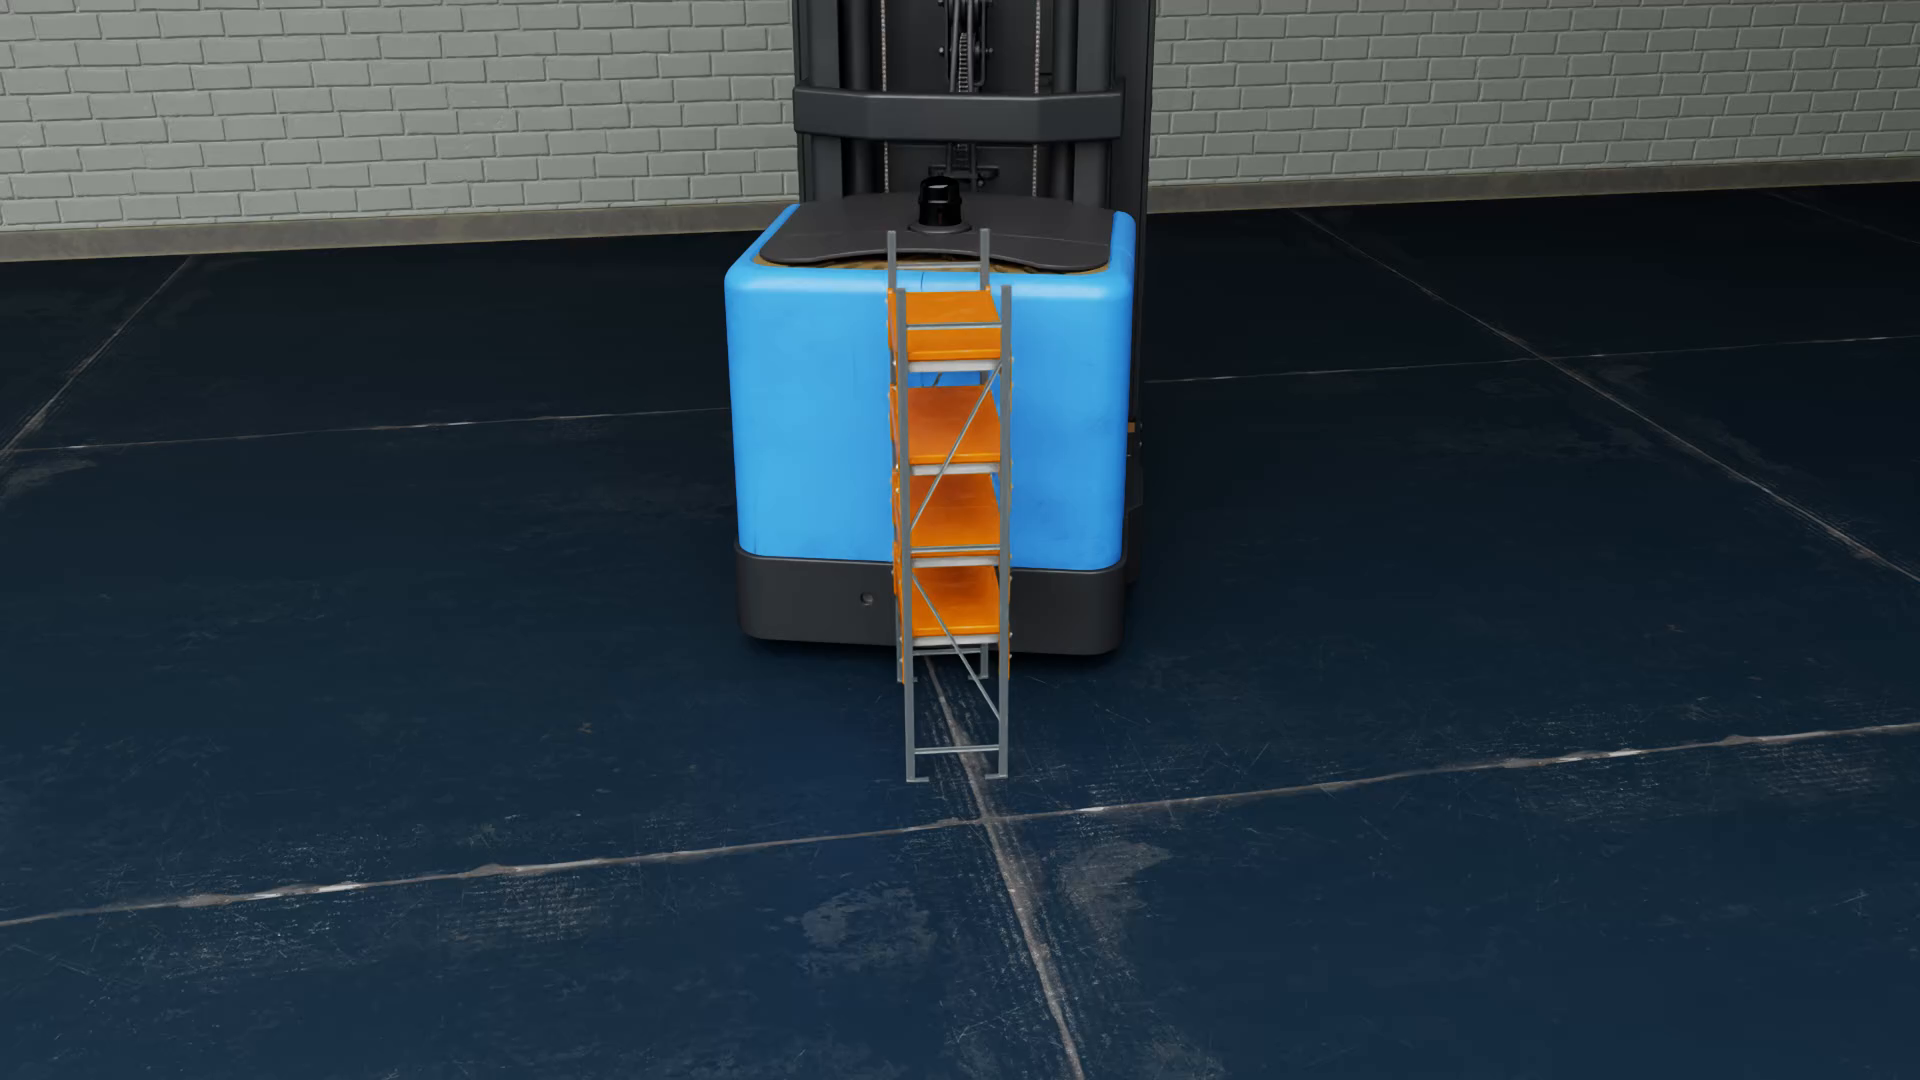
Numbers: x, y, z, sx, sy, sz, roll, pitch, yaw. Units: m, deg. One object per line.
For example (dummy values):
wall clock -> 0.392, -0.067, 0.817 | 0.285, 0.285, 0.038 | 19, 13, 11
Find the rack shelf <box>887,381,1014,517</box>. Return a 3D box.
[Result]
rack shelf -> -0.030, -0.221, 3.856 | 0.258, 0.148, 0.480 | -2, 24, -4

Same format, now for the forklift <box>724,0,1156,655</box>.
forklift -> 0.068, -1.594, 5.237 | 1.130, 2.935, 3.031 | 2, 24, 6

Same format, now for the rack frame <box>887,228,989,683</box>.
rack frame -> -0.048, -0.178, 4.142 | 0.240, 1.200, 0.015 | -2, 24, -4

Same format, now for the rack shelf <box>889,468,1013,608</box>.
rack shelf -> -0.029, -0.017, 3.948 | 0.258, 0.148, 0.480 | -2, 24, -4

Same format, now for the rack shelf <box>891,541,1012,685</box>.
rack shelf -> -0.028, 0.164, 4.030 | 0.258, 0.148, 0.480 | -2, 24, -4

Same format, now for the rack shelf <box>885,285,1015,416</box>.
rack shelf -> -0.031, -0.437, 3.759 | 0.258, 0.148, 0.480 | -2, 24, -4

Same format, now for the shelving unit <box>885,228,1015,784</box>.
shelving unit -> -0.029, -0.078, 3.921 | 0.258, 1.200, 0.503 | -2, 24, -4

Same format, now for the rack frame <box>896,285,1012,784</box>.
rack frame -> -0.010, 0.022, 3.699 | 0.240, 1.200, 0.015 | -2, 24, -4
